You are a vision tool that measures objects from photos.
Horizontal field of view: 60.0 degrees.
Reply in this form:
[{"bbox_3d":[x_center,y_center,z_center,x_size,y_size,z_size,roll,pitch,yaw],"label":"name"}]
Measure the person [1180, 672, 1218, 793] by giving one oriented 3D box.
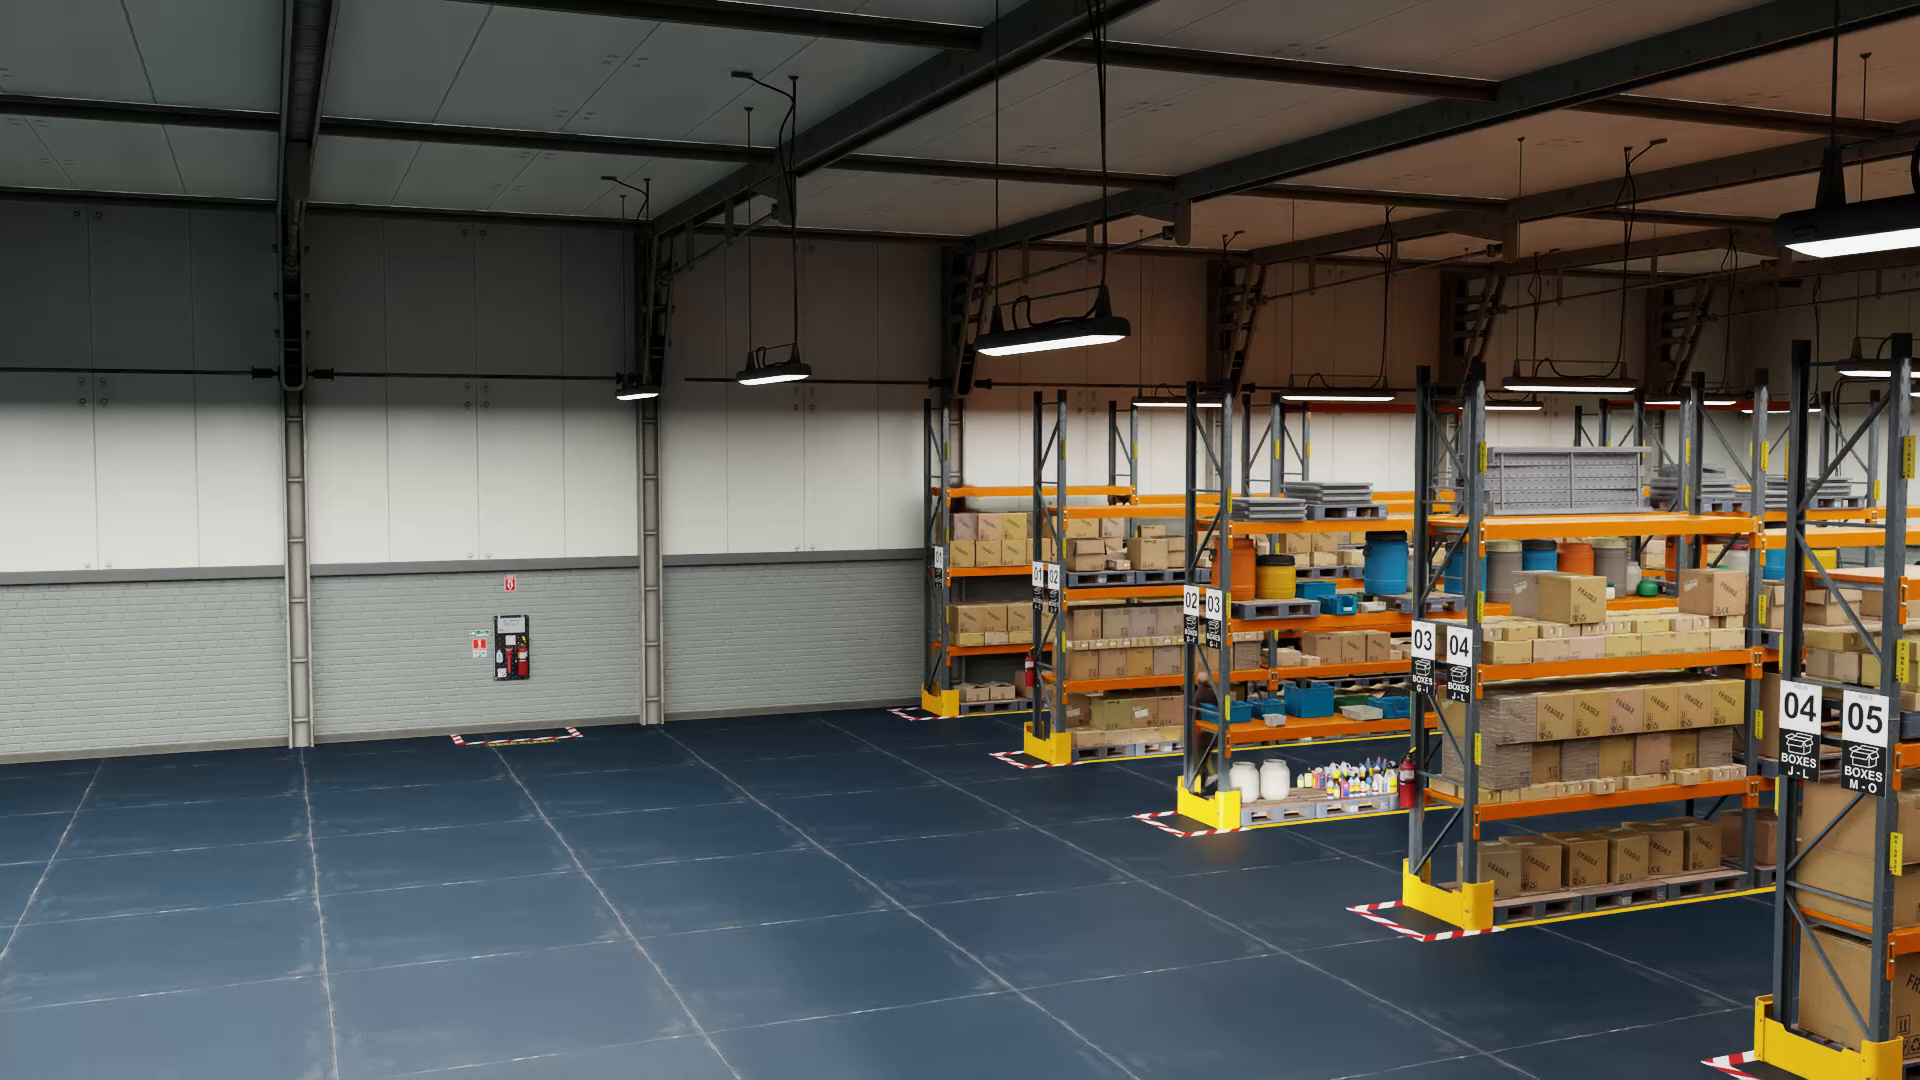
[{"bbox_3d":[3.550,2.821,24.558,0.466,1.776,0.711,2,4,36],"label":"person"}]
